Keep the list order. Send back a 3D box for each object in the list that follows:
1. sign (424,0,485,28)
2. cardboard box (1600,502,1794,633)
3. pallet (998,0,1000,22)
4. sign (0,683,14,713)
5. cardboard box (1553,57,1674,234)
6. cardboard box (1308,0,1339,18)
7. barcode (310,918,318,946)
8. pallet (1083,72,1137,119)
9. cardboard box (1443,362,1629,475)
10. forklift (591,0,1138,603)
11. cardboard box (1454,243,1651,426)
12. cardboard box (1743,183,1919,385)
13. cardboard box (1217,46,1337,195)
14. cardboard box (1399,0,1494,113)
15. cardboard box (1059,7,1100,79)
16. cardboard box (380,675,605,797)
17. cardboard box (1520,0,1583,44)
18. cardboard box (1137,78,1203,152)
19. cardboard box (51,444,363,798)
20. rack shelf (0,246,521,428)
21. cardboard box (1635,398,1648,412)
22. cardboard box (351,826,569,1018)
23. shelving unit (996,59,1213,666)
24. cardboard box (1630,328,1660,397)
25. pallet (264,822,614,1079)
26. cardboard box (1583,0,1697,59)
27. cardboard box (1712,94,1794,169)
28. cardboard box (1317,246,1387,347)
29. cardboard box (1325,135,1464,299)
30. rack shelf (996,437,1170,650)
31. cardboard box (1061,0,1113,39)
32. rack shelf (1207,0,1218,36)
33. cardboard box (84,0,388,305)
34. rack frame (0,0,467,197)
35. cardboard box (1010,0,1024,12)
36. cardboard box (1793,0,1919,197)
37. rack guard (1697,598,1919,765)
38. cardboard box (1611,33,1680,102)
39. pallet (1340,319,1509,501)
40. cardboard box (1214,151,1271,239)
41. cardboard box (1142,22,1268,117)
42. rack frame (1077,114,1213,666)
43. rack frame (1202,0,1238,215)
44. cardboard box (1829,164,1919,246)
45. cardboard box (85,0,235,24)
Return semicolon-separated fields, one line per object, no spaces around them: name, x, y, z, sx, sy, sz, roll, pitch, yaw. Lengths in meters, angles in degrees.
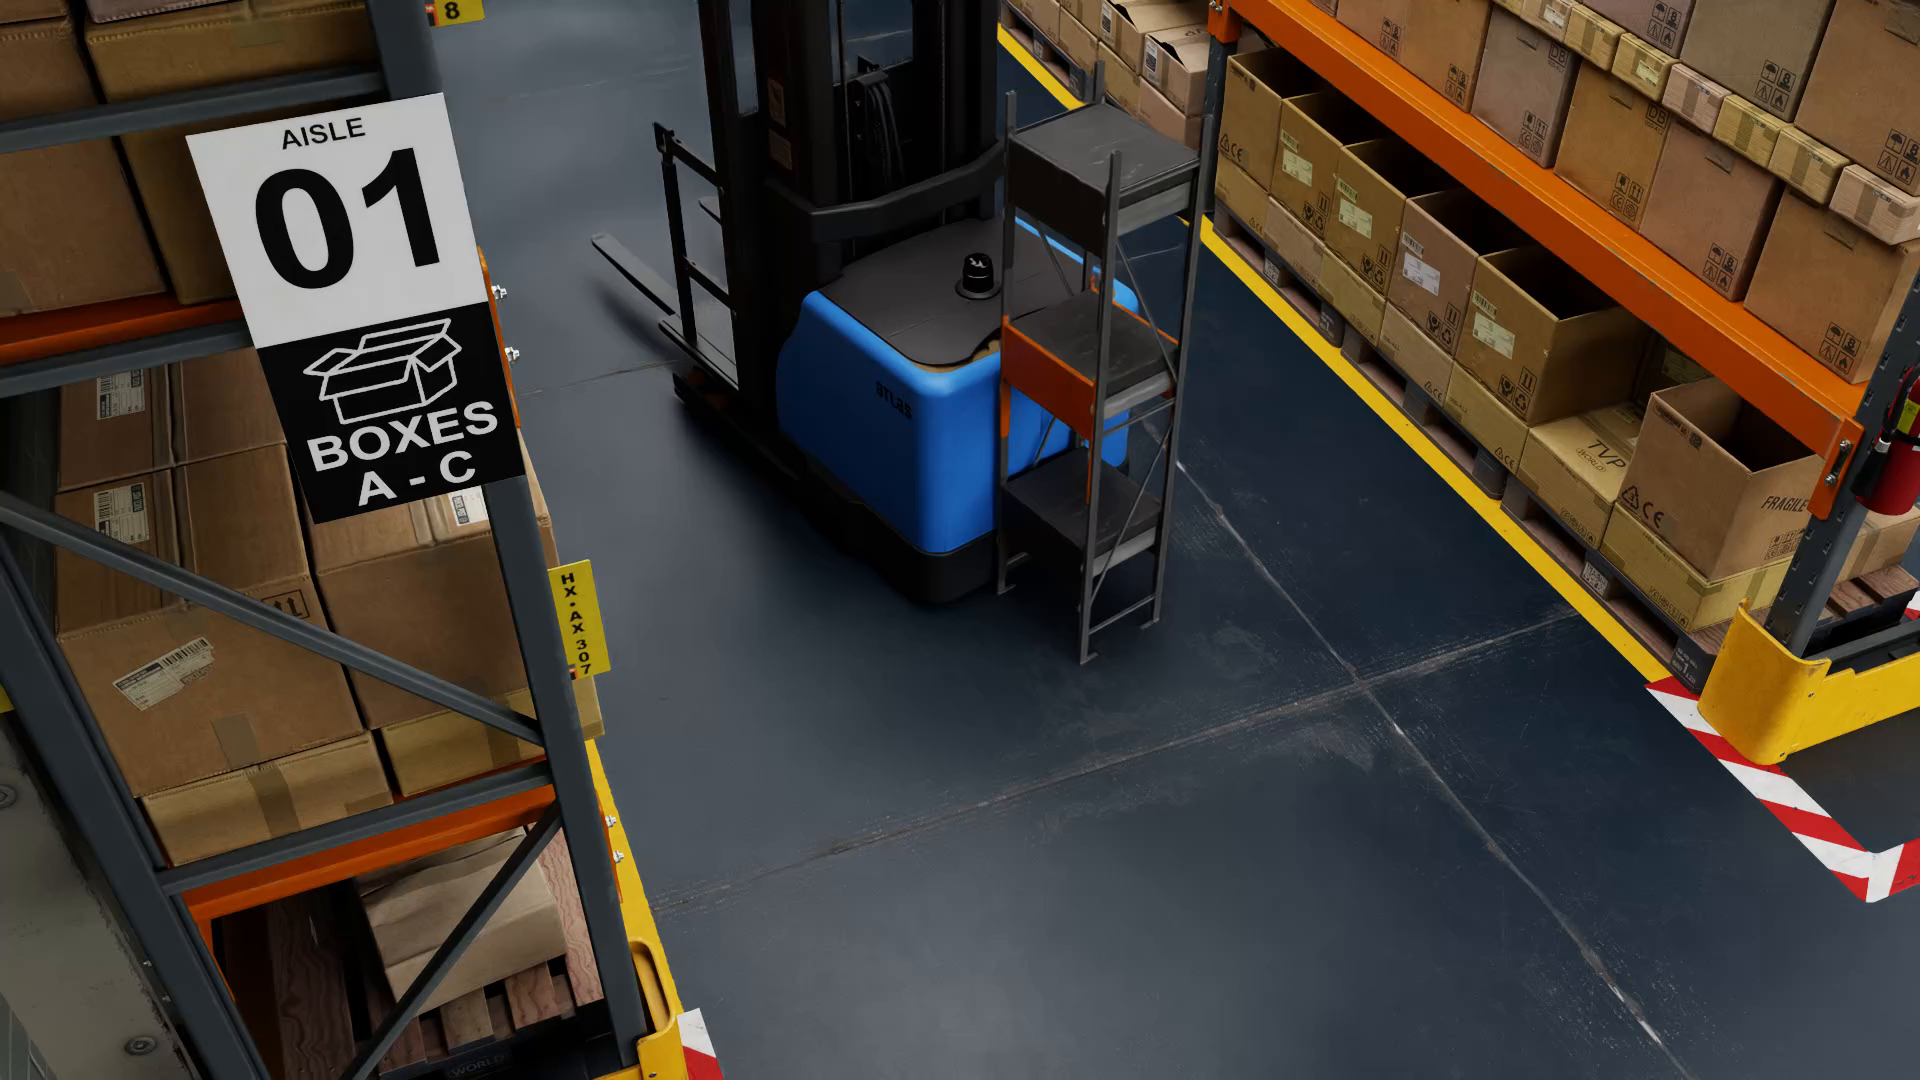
sign;-0.823;-0.963;2.599;0.100;0.325;0.005;-15;43;-17
cardboard box;2.773;0.037;6.194;0.500;0.250;0.500;-15;43;-17
pallet;0.469;-3.854;11.069;1.003;0.211;1.213;-15;43;-17
sign;-1.845;0.208;3.077;0.100;0.325;0.005;-15;43;-17
cardboard box;2.694;-1.535;6.158;0.700;0.500;0.500;-15;43;-17
cardboard box;1.896;-2.779;7.604;0.700;0.500;0.500;-16;43;-18
barcode;-1.882;1.140;4.842;0.001;0.075;0.075;-15;43;-17
pallet;1.403;-2.384;9.360;1.003;0.211;1.213;-15;43;-17
cardboard box;2.377;-0.562;6.890;0.500;0.250;0.500;-15;43;-17
forklift;-0.617;-1.778;6.569;1.130;2.935;3.031;-27;47;-28
cardboard box;2.375;-0.846;6.645;0.500;0.500;0.500;-15;43;-17
cardboard box;3.084;-0.920;5.442;0.700;0.500;0.500;-15;43;-17
cardboard box;1.609;-2.050;8.046;0.500;0.500;0.500;-15;43;-17
cardboard box;2.292;-2.160;6.884;0.700;0.500;0.500;-14;43;-16
cardboard box;0.906;-2.914;9.625;0.500;0.250;0.500;-14;43;-16
cardboard box;-1.218;0.317;4.181;0.500;0.250;0.500;-16;43;-18
cardboard box;2.333;-1.998;6.198;0.380;0.149;0.250;-16;43;-17
cardboard box;1.294;-2.301;8.912;0.500;0.250;0.500;-16;43;-17
cardboard box;-1.701;0.175;3.771;0.500;0.500;0.500;-16;43;-17
rack shelf;-2.090;-1.429;4.362;1.077;0.370;4.000;-15;43;-17
cardboard box;3.057;-0.393;6.693;0.500;0.250;0.500;-15;43;-17
cardboard box;-1.506;1.054;4.948;0.500;0.311;0.500;-20;45;-22
shelving unit;0.451;-0.534;5.761;0.431;2.100;0.503;-27;47;-28
cardboard box;2.855;-0.976;6.796;0.500;0.500;0.500;-15;43;-17
pallet;-1.632;1.154;5.246;1.003;0.211;1.213;-15;43;-17
cardboard box;2.664;-2.062;5.776;0.700;0.500;0.500;-15;43;-17
cardboard box;2.729;-1.375;5.474;0.380;0.149;0.250;-16;43;-17
cardboard box;1.991;-1.164;7.589;0.500;0.250;0.500;-15;43;-17
cardboard box;1.991;-1.448;7.345;0.500;0.500;0.500;-15;43;-17
rack shelf;0.451;0.007;6.226;0.431;0.518;0.480;-27;47;-28
cardboard box;0.907;-3.122;9.436;0.500;0.311;0.500;-15;43;-17
rack shelf;0.955;-3.939;9.582;1.077;0.370;4.000;-15;43;-17
cardboard box;-1.221;-0.806;2.994;0.500;0.500;0.500;-14;43;-16
rack frame;-1.324;-1.634;1.748;1.000;3.000;0.127;-15;43;-17
cardboard box;0.517;-3.530;10.341;0.500;0.250;0.500;-16;43;-18
cardboard box;3.064;-1.443;5.056;0.700;0.500;0.500;-15;43;-17
rack guard;3.260;0.365;5.942;1.175;0.500;0.348;-15;43;-17
cardboard box;2.534;-1.685;5.835;0.380;0.149;0.250;-14;43;-16
pallet;2.457;-0.724;7.430;1.003;0.211;1.213;-15;43;-17
cardboard box;1.618;-1.769;8.293;0.500;0.250;0.500;-15;43;-17
cardboard box;1.301;-2.509;8.723;0.500;0.311;0.500;-15;43;-17
rack frame;0.601;-0.408;5.614;0.400;2.100;0.015;-27;47;-28
rack frame;1.721;-3.007;7.946;1.000;3.000;0.127;-15;43;-17
cardboard box;2.929;-1.064;5.112;0.380;0.149;0.250;-16;43;-18
cardboard box;-1.247;-1.214;2.701;0.500;0.500;0.500;-18;44;-20
